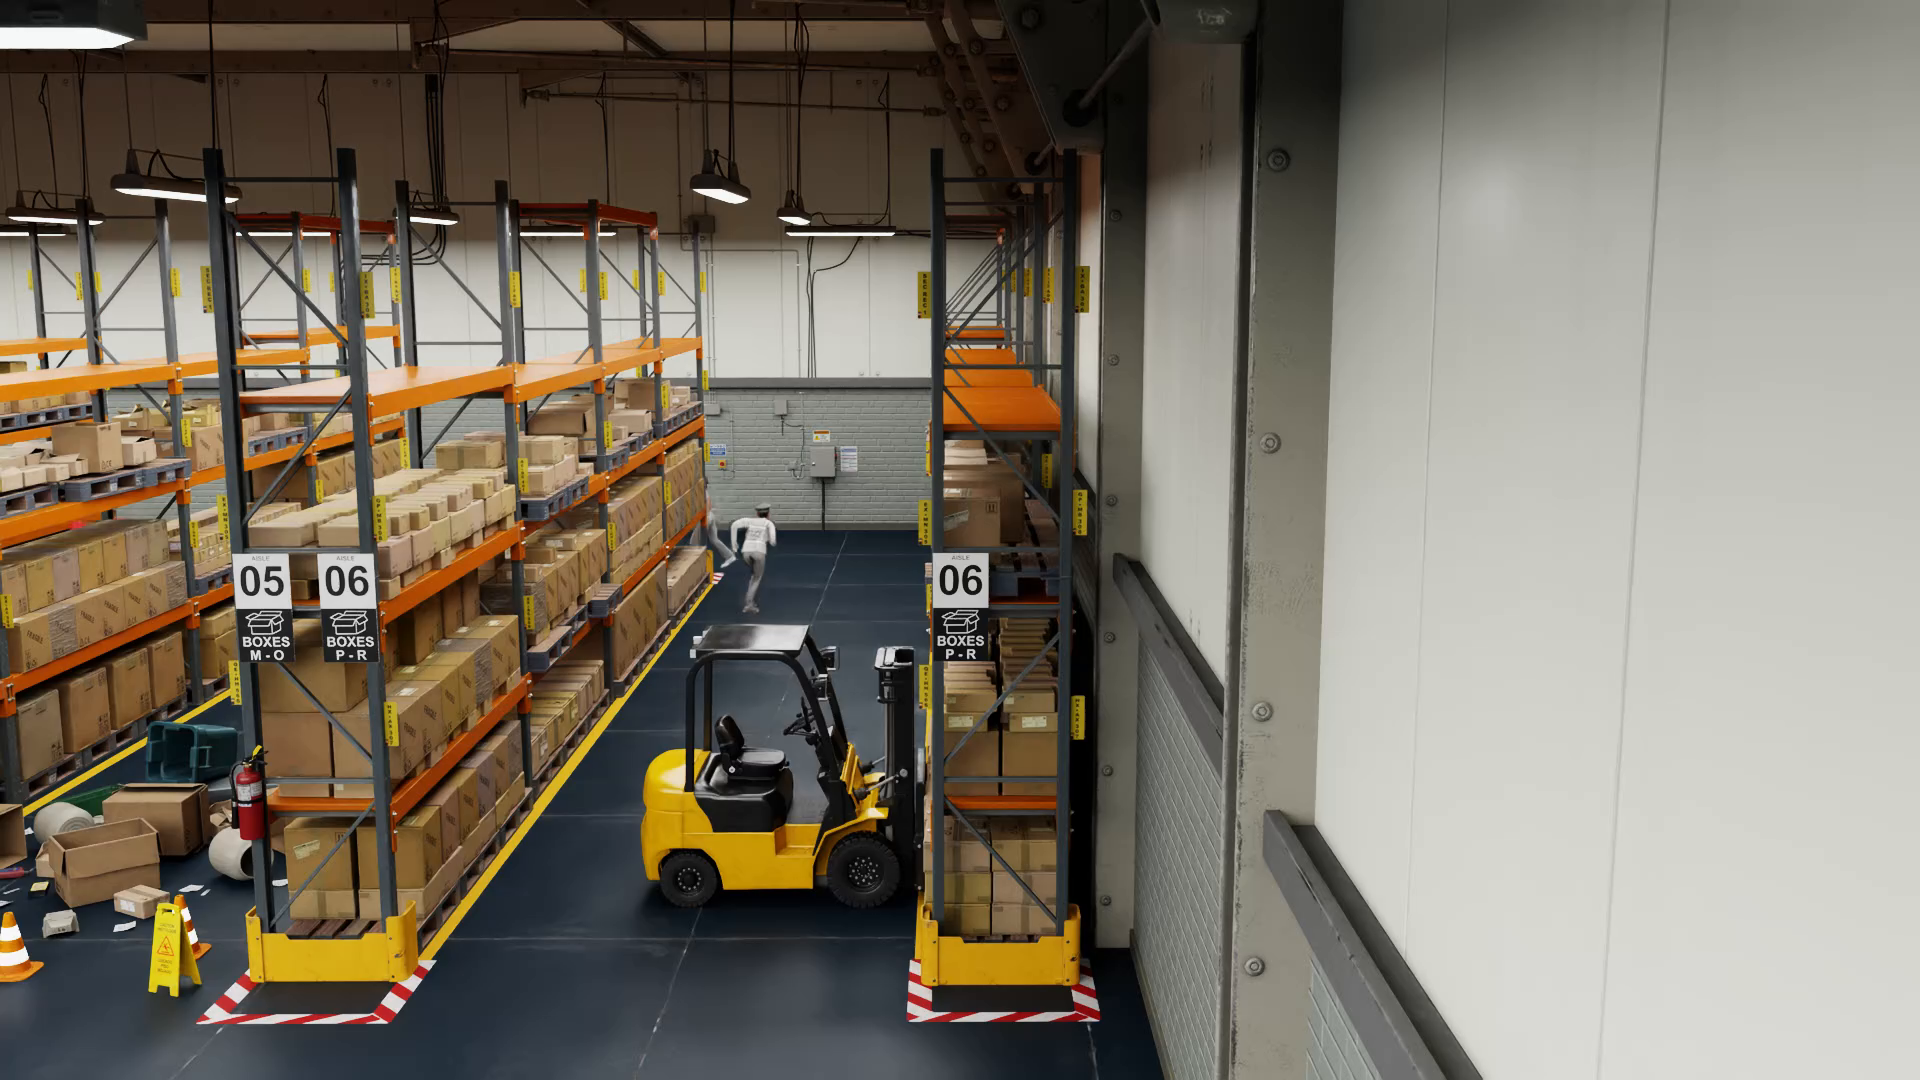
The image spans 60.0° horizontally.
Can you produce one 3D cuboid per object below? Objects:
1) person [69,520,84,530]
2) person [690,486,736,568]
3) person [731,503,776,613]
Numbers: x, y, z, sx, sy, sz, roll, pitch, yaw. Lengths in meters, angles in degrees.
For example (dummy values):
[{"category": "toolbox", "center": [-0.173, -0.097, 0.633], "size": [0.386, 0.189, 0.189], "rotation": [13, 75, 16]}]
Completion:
[{"category": "person", "center": [-12.579, 0.522, 24.052], "size": [0.713, 1.733, 1.043], "rotation": [0, 9, -3]}, {"category": "person", "center": [-4.384, -0.285, 28.959], "size": [0.969, 1.658, 0.515], "rotation": [2, 9, 11]}, {"category": "person", "center": [-3.014, 0.258, 24.282], "size": [0.651, 1.529, 0.846], "rotation": [3, 10, 18]}]
